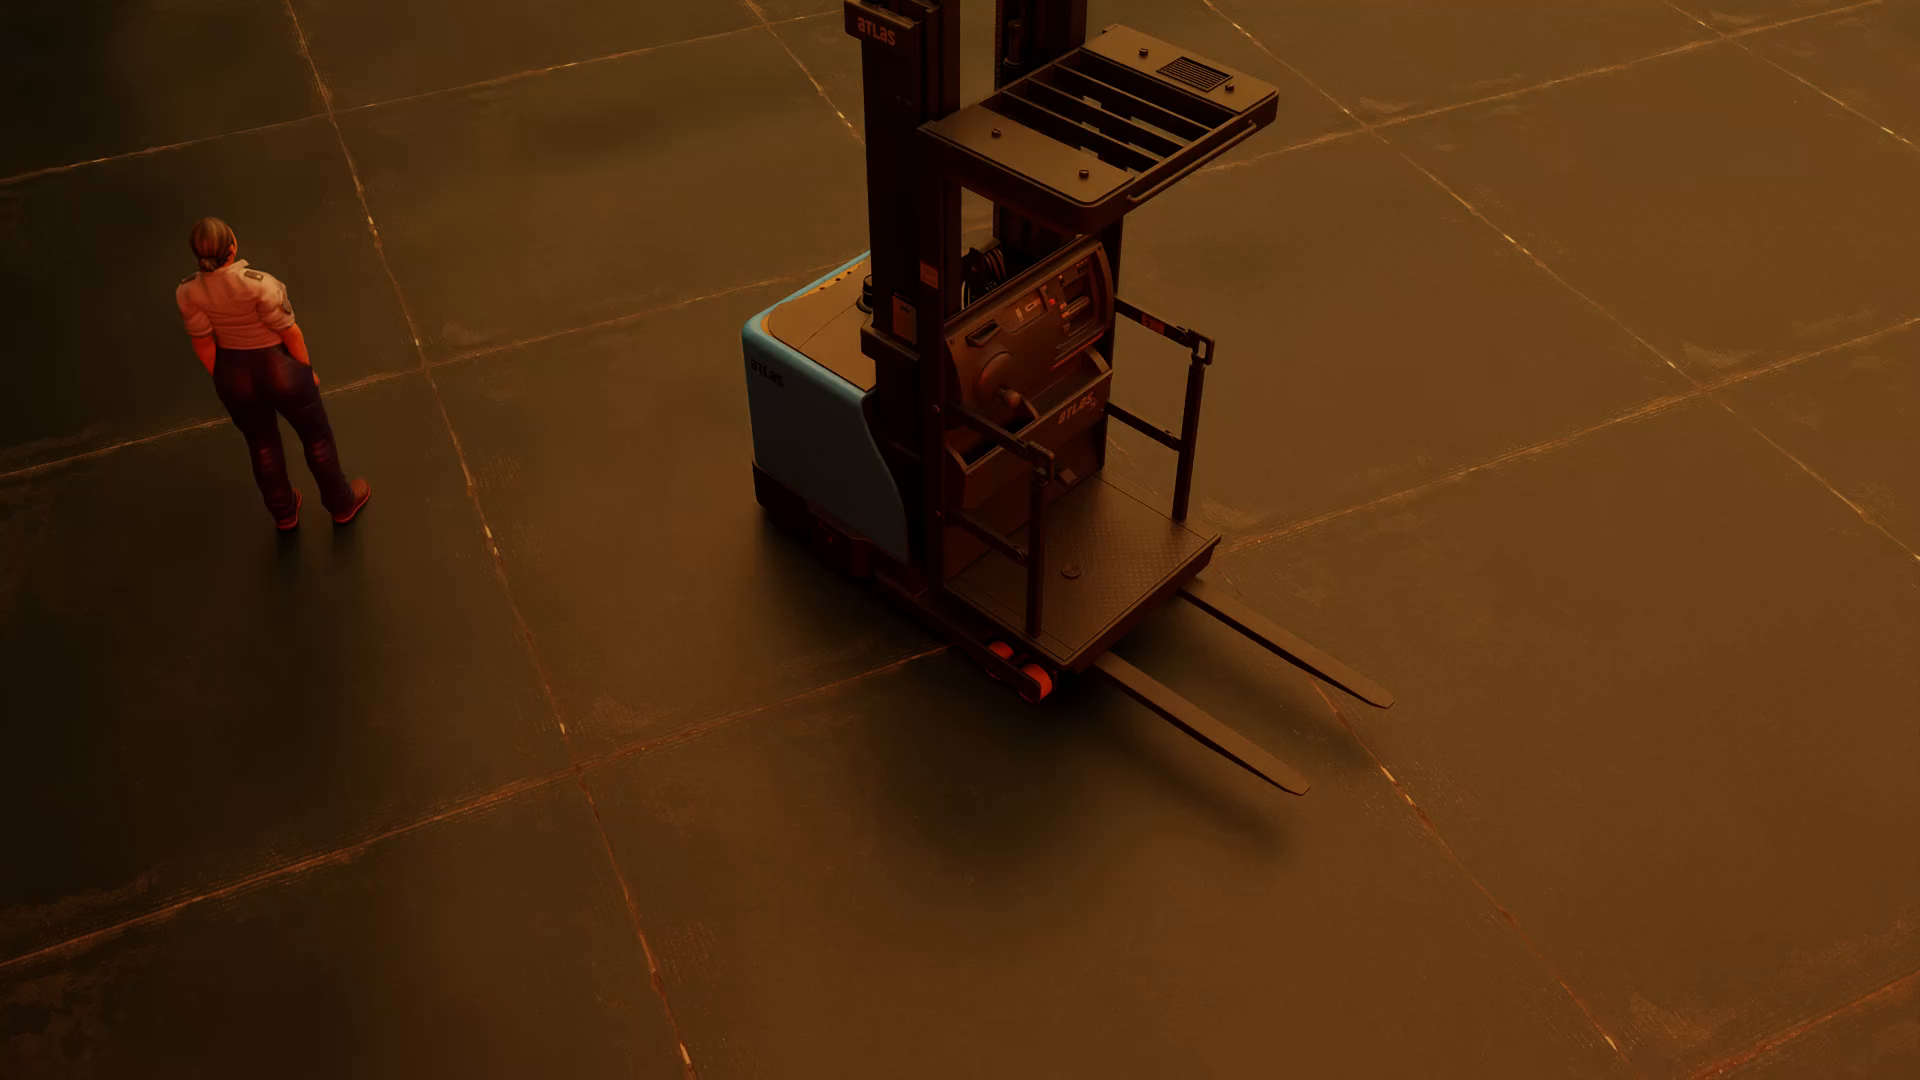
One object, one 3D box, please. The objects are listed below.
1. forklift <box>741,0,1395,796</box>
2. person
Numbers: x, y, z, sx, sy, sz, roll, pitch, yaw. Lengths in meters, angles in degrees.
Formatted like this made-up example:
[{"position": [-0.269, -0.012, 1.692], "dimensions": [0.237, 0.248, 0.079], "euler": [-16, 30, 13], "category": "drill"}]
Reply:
[{"position": [0.445, -0.788, 6.525], "dimensions": [3.031, 2.935, 1.130], "euler": [32, 52, 30], "category": "forklift"}, {"position": [-3.086, -0.734, 7.413], "dimensions": [0.482, 1.650, 0.368], "euler": [-4, 43, -4], "category": "person"}]
